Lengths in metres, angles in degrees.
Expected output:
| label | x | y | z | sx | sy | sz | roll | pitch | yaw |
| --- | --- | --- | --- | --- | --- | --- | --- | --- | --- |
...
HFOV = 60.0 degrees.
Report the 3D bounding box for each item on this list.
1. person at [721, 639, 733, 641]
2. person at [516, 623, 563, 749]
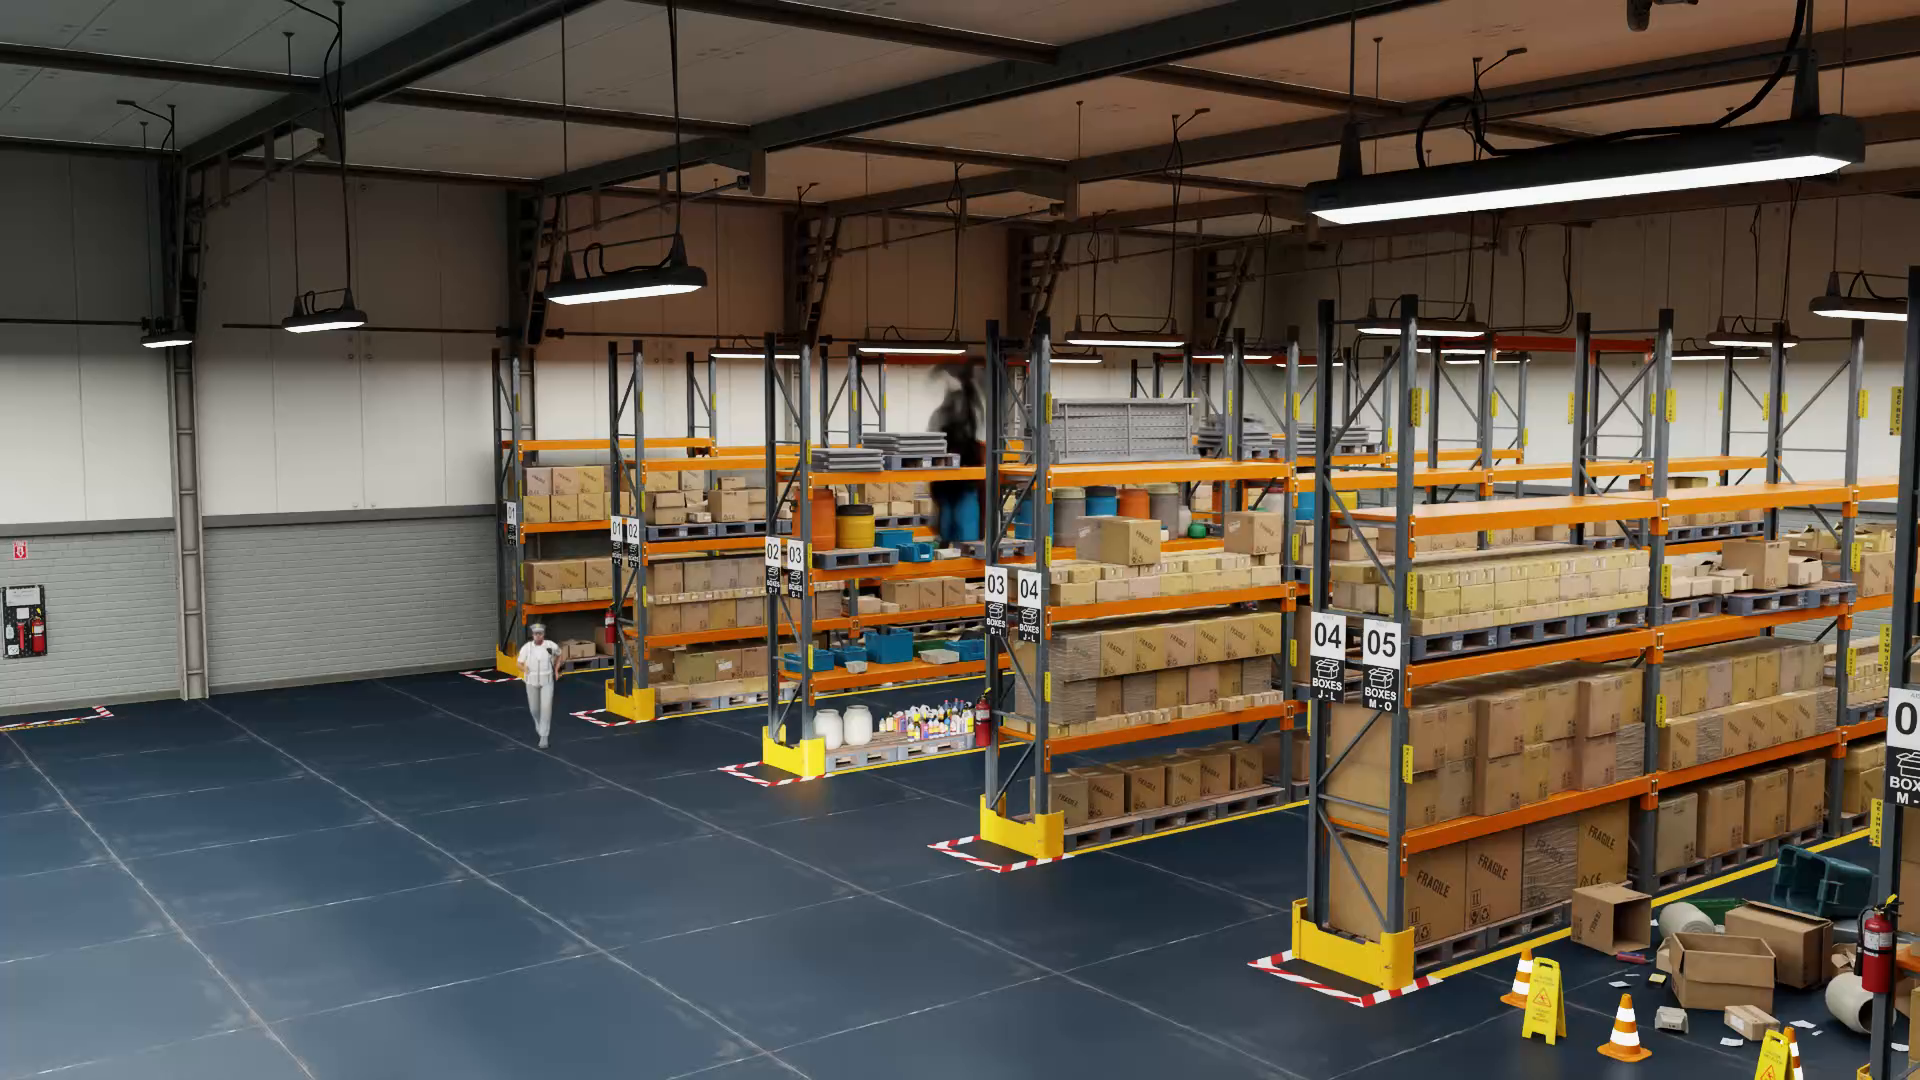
| label | x | y | z | sx | sy | sz | roll | pitch | yaw |
| --- | --- | --- | --- | --- | --- | --- | --- | --- | --- |
| person | -4.092 | 1.652 | 29.950 | 0.922 | 1.764 | 0.667 | -5 | 7 | -43 |
| person | -6.224 | 2.116 | 24.640 | 0.662 | 1.795 | 0.970 | -1 | 5 | -10 |
